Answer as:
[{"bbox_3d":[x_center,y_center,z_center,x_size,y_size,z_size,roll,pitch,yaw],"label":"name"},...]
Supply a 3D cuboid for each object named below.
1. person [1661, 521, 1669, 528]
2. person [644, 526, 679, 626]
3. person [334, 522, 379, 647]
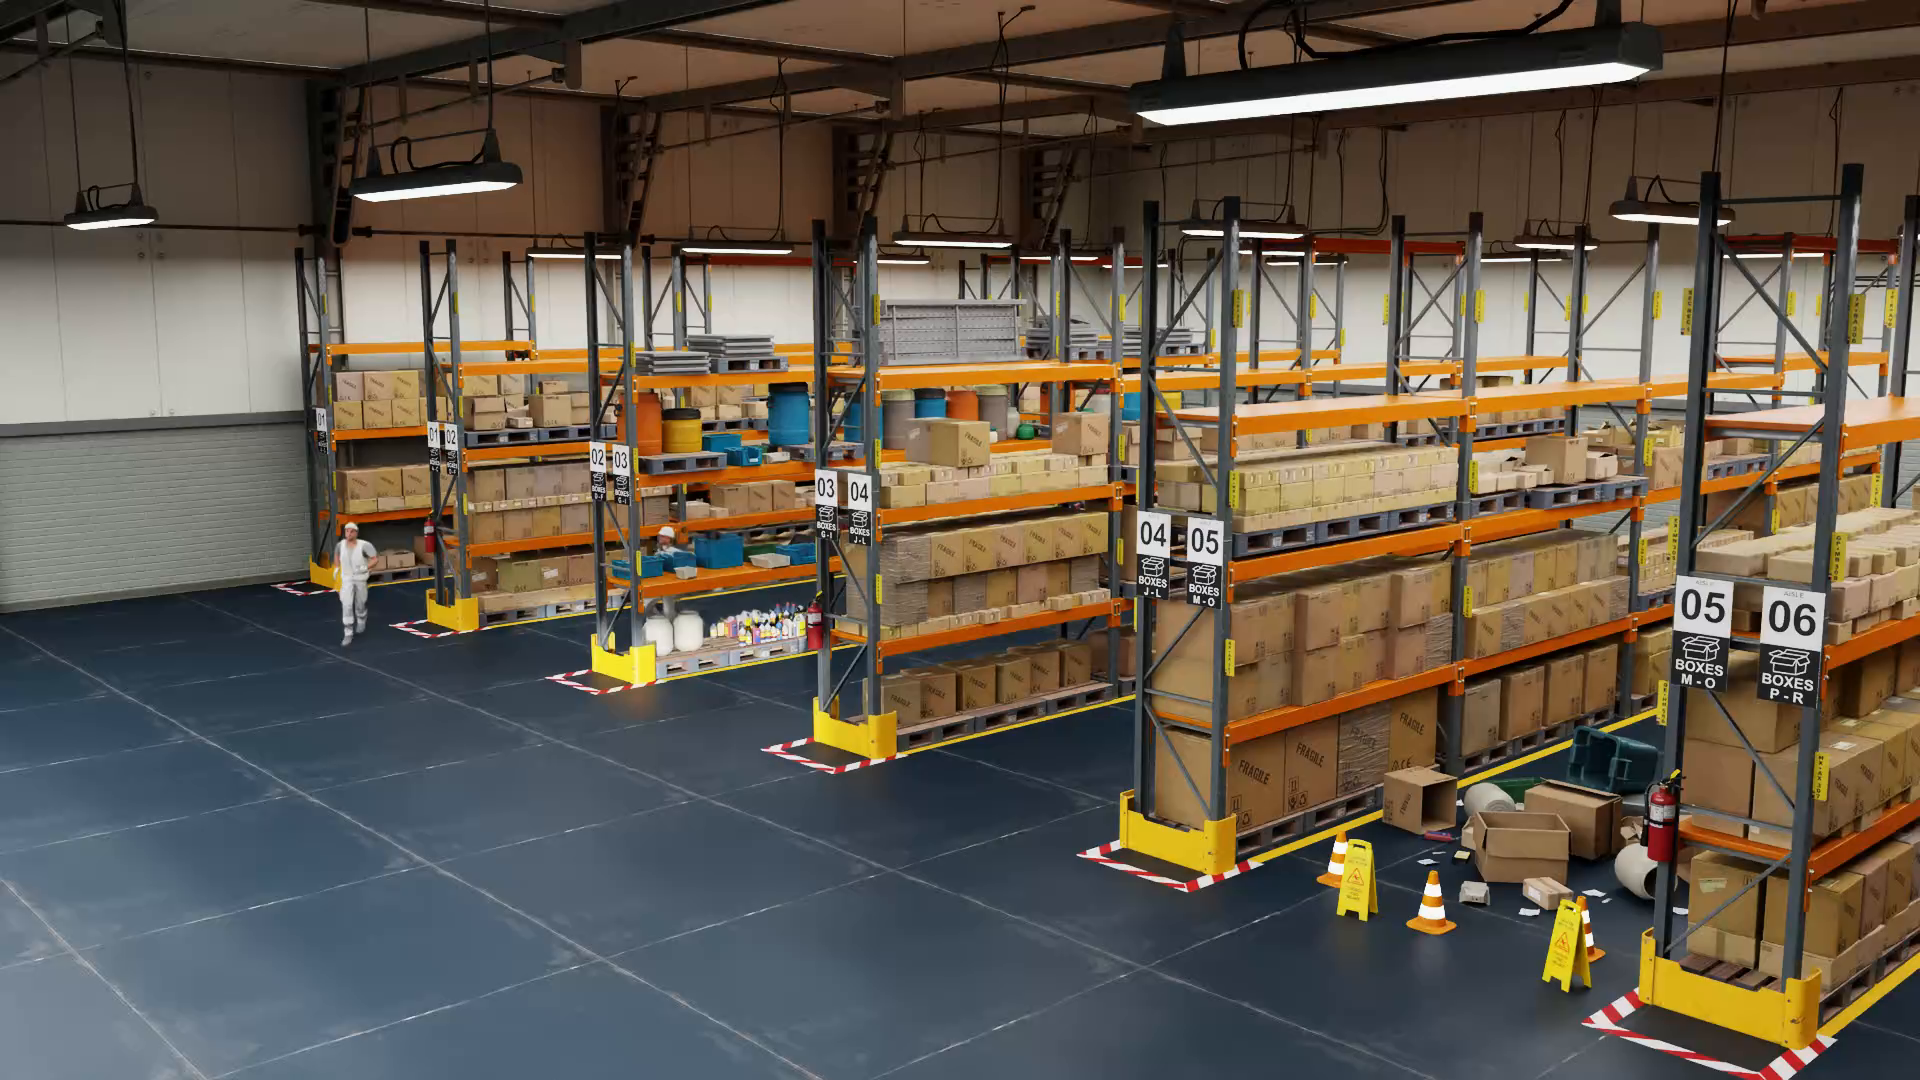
[{"bbox_3d":[11.029,0.552,26.075,0.689,1.698,0.611,-5,10,-30],"label":"person"},{"bbox_3d":[-4.426,0.672,24.749,0.638,1.751,0.670,7,11,41],"label":"person"},{"bbox_3d":[-9.064,0.622,24.989,0.670,1.815,0.885,-1,8,-9],"label":"person"}]
